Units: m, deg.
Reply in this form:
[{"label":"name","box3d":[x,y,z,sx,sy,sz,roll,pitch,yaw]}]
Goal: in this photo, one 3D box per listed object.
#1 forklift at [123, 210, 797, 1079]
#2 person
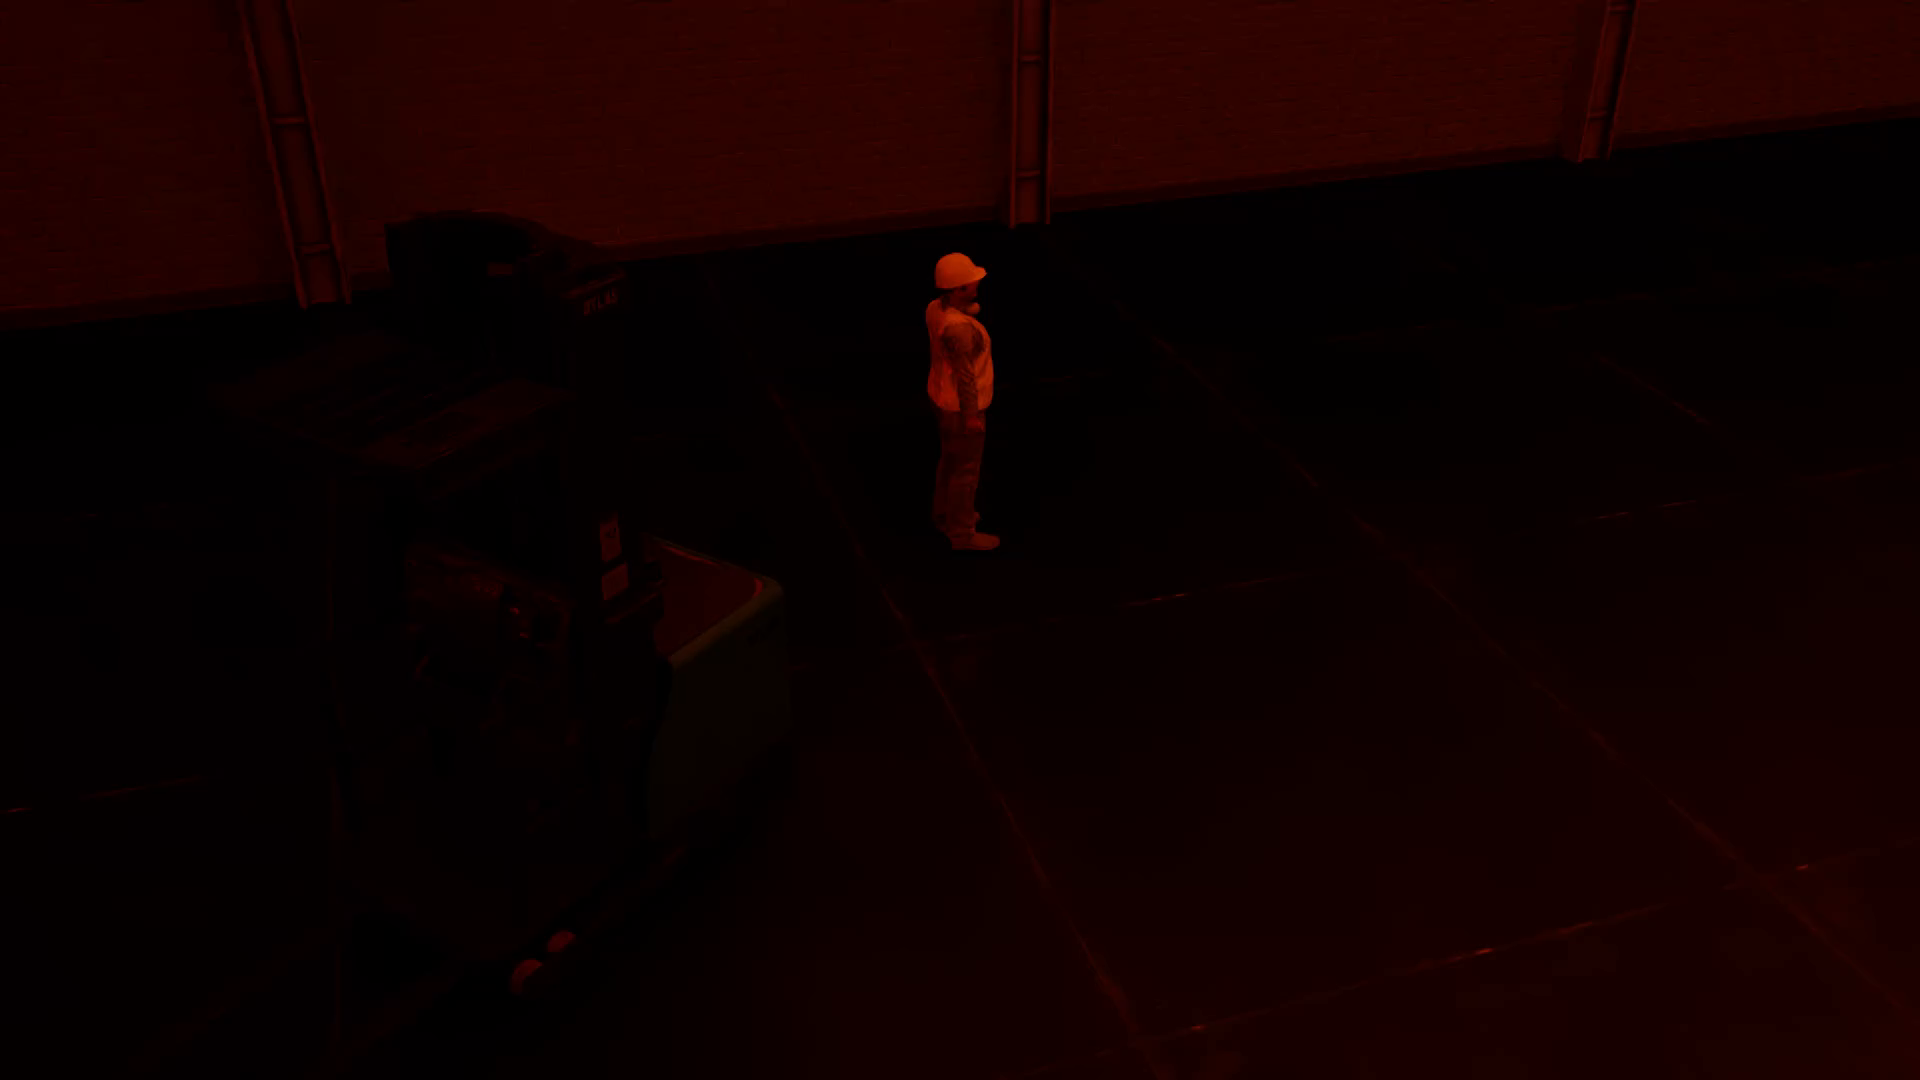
[{"label":"forklift","box3d":[-2.011,0.334,6.507,1.130,2.935,3.031,18,34,28]},{"label":"person","box3d":[0.006,-0.805,9.568,0.356,1.776,0.529,-10,31,-16]}]
